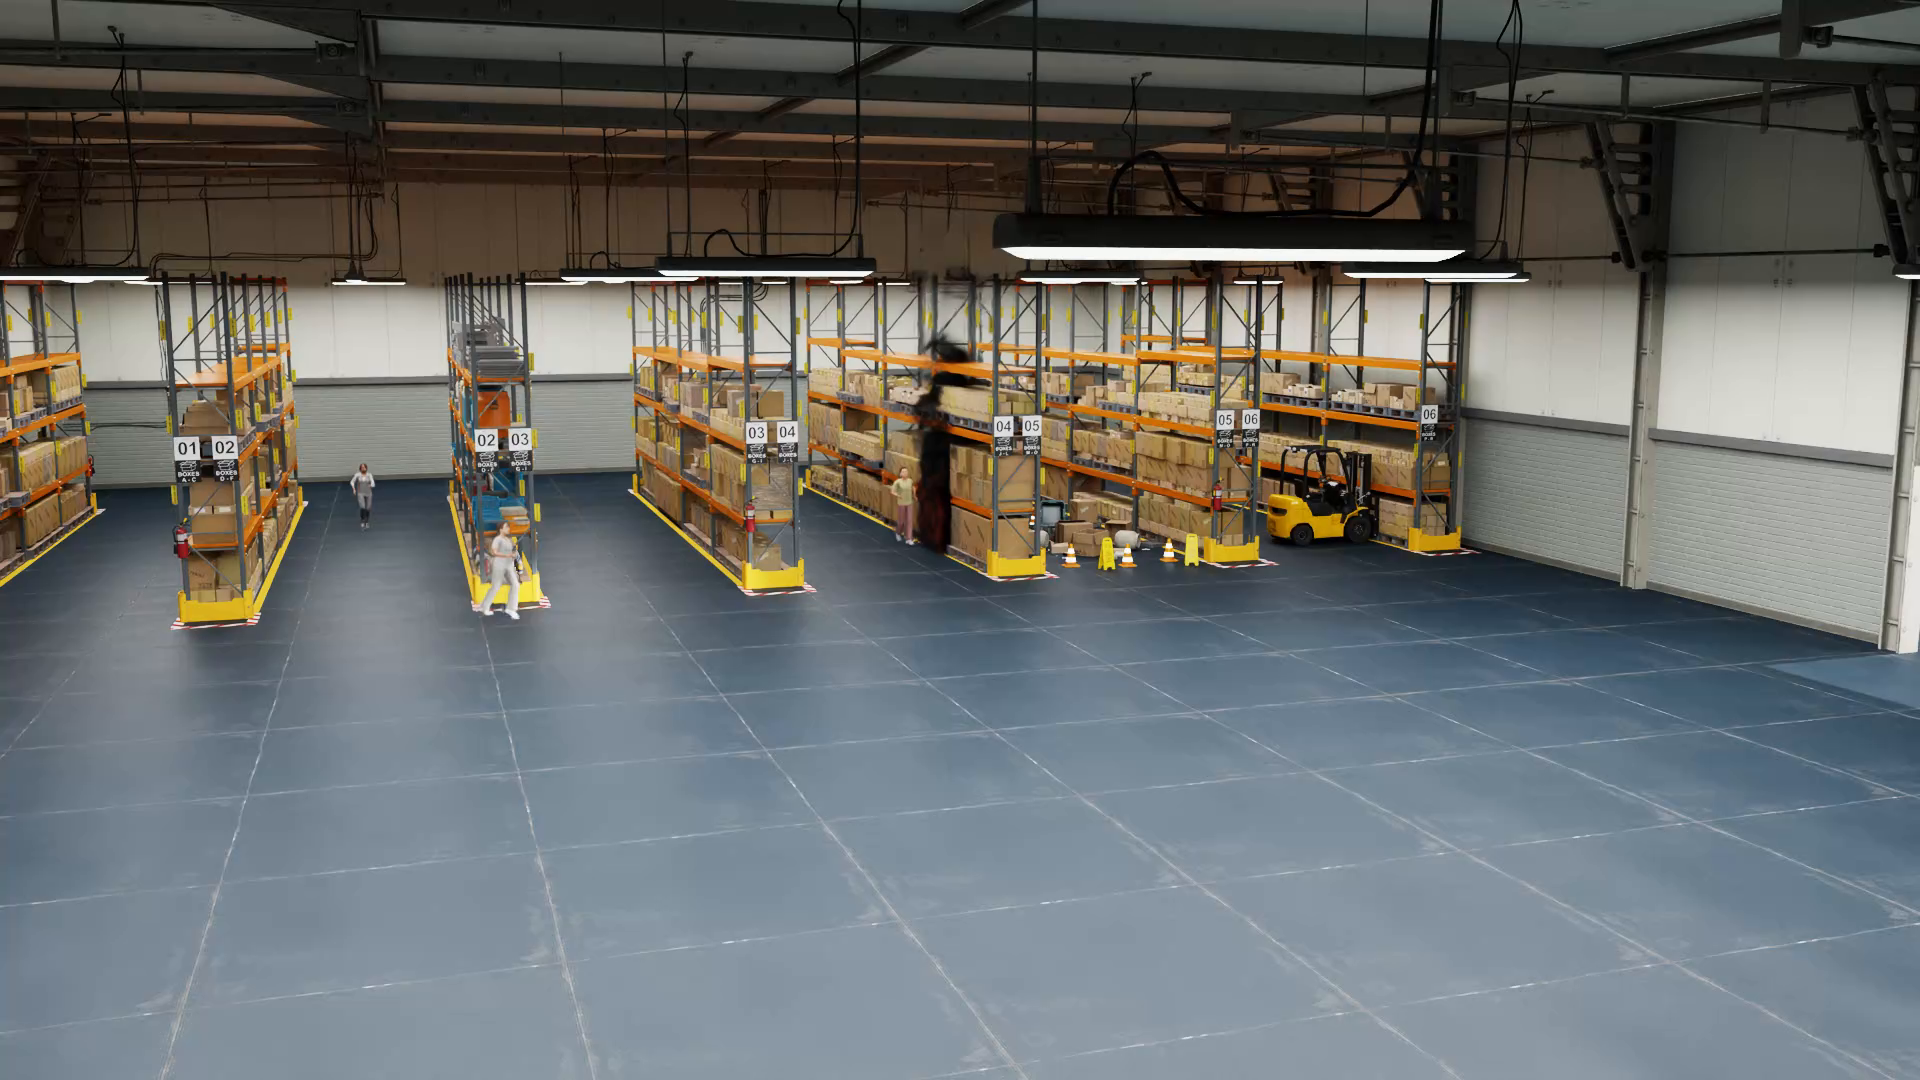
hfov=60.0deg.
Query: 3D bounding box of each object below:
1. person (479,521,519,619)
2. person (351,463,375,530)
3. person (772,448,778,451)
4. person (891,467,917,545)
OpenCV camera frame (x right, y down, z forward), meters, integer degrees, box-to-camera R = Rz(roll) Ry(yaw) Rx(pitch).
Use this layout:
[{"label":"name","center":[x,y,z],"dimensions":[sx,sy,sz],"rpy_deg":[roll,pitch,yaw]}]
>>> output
[{"label":"person","center":[-8.019,0.512,29.107],"dimensions":[0.784,1.695,0.592],"rpy_deg":[3,9,17]},{"label":"person","center":[-14.198,-1.036,39.620],"dimensions":[0.505,1.597,0.667],"rpy_deg":[-5,10,-30]},{"label":"person","center":[-5.634,-2.386,48.262],"dimensions":[0.766,1.724,0.728],"rpy_deg":[6,10,34]},{"label":"person","center":[-1.160,-0.750,35.574],"dimensions":[0.592,1.639,0.884],"rpy_deg":[-3,9,-21]}]
